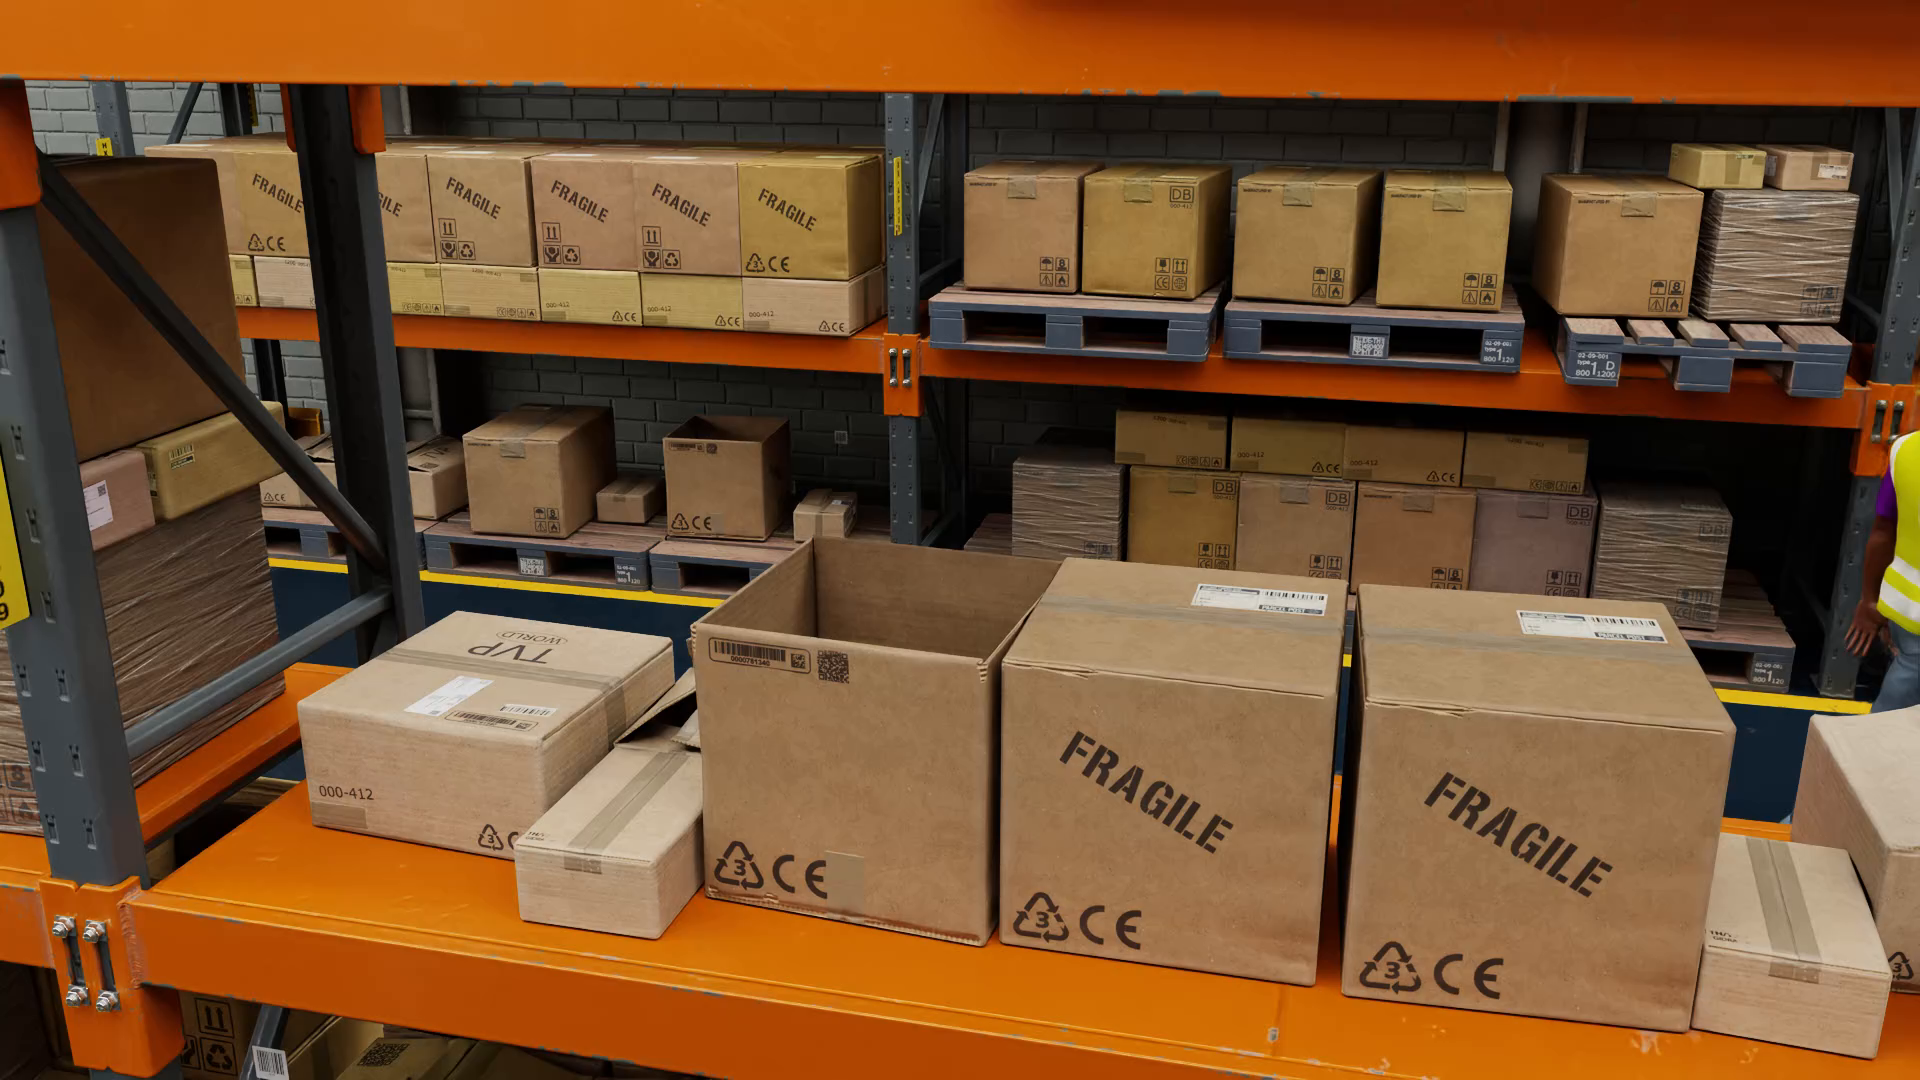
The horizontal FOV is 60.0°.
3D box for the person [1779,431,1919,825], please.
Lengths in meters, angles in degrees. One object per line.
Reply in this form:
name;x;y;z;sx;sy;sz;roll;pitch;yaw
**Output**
person;3.186;0.252;5.193;0.981;1.714;0.572;3;18;8
